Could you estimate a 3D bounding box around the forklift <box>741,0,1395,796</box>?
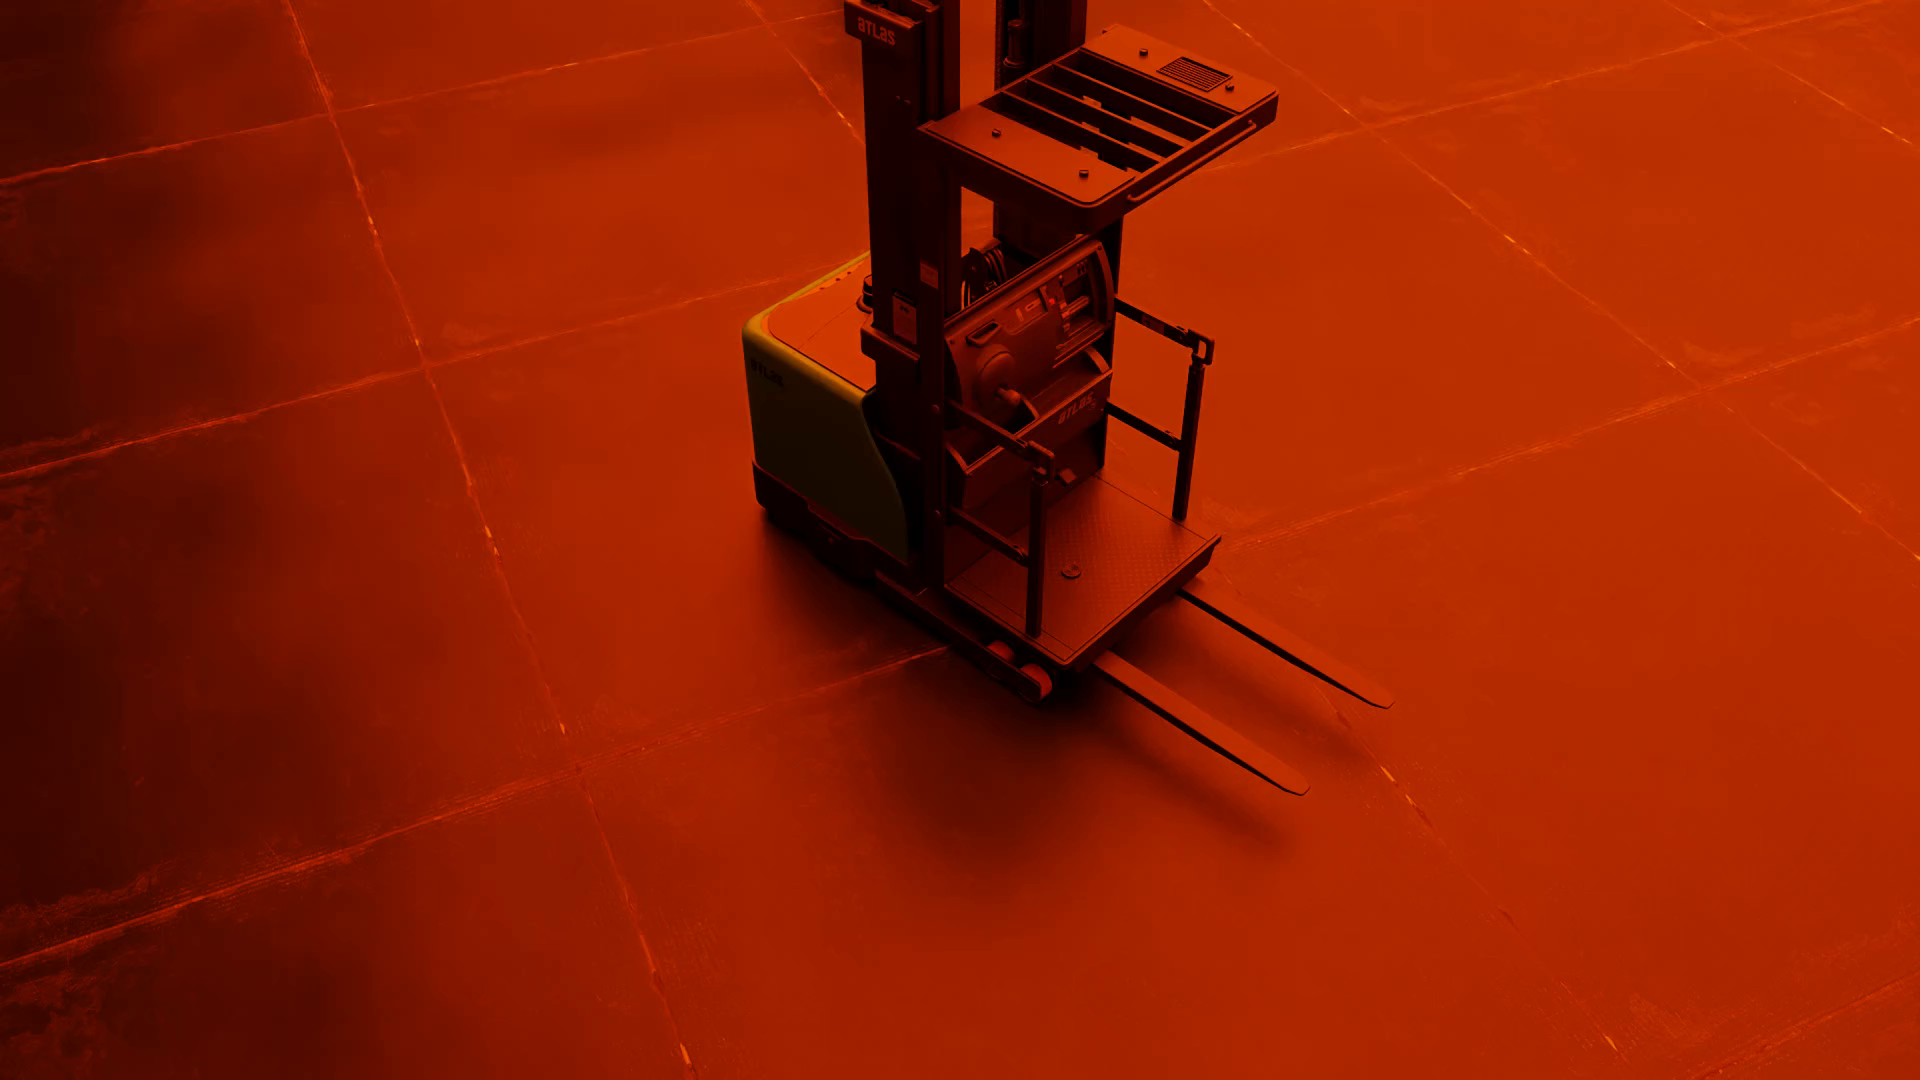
[{"bbox_3d":[0.445,-0.788,6.525,3.031,2.935,1.130,32,52,30],"label":"forklift"}]
